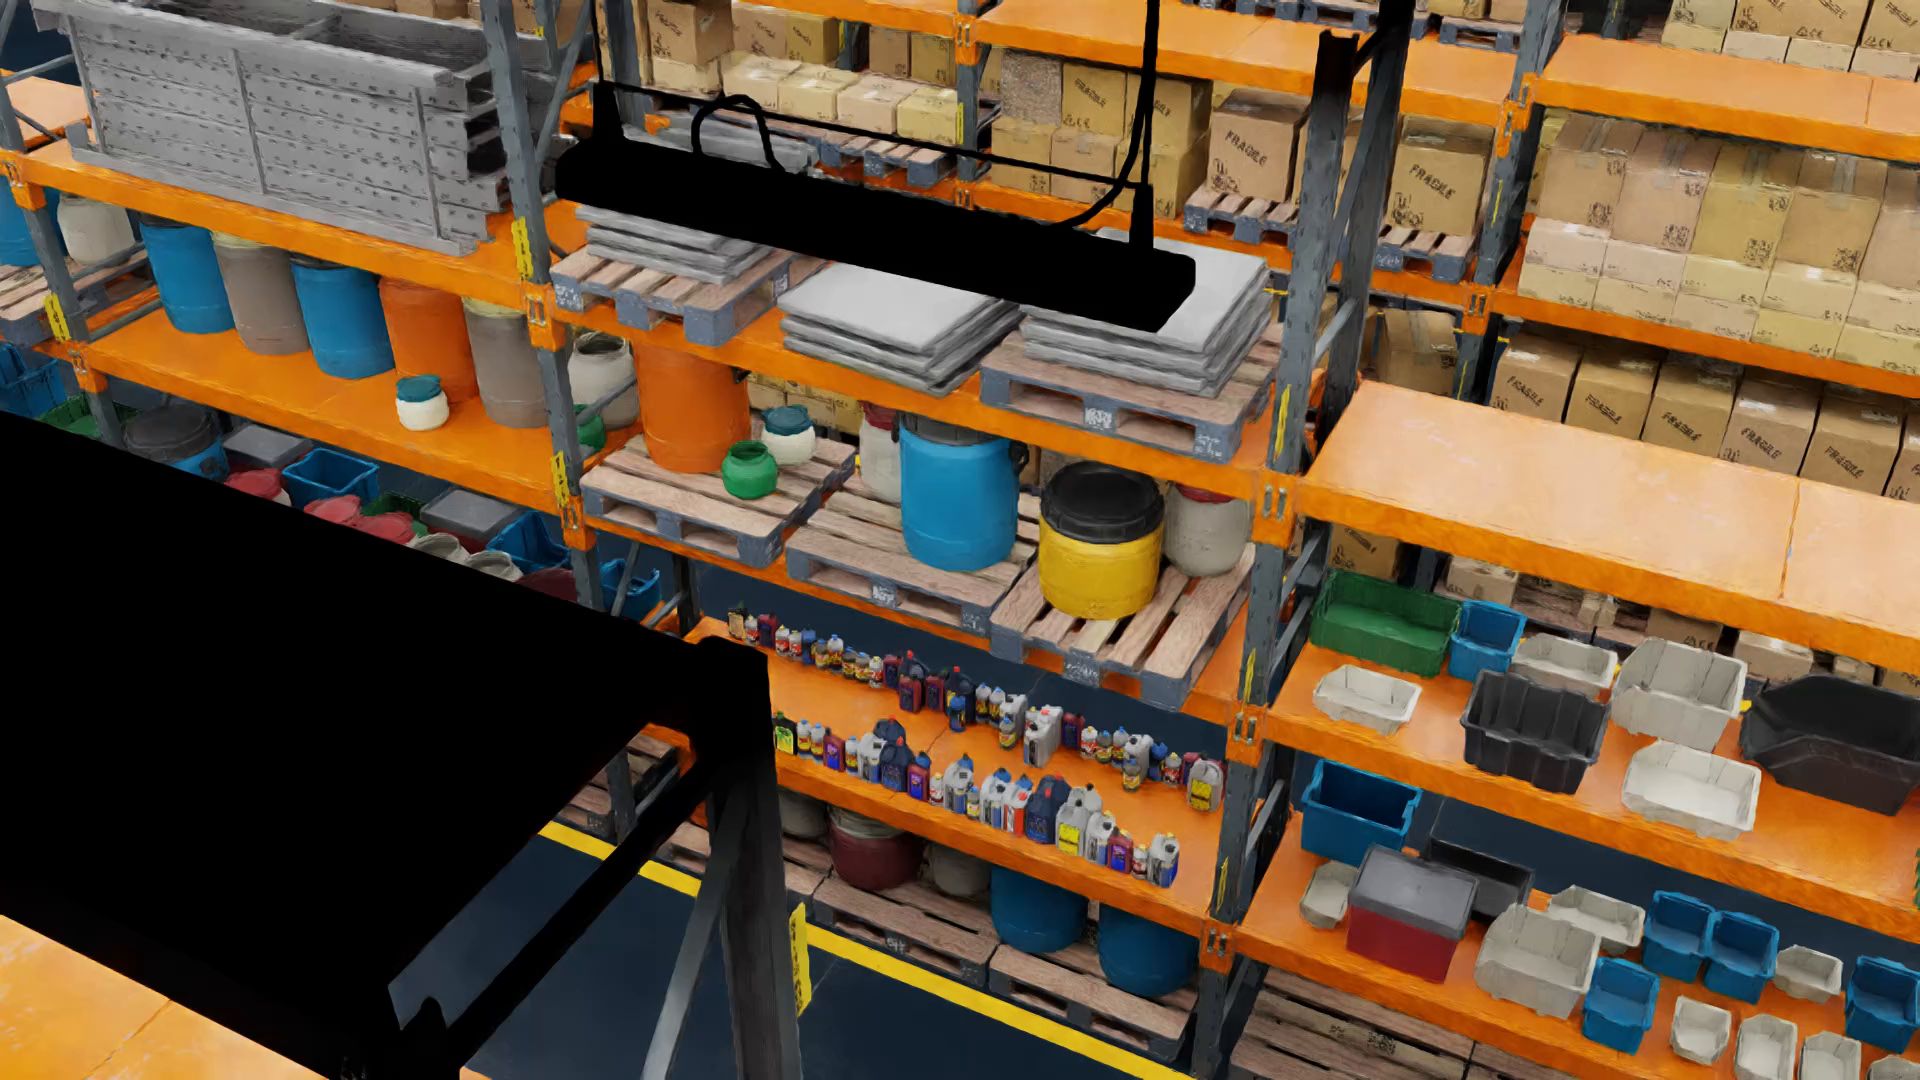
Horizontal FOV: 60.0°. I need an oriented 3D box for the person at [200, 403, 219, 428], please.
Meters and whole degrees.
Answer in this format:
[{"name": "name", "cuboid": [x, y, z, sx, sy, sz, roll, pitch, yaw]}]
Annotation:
[{"name": "person", "cuboid": [-6.512, -1.580, 14.624, 1.034, 1.709, 0.569, 11, 36, 15]}]
